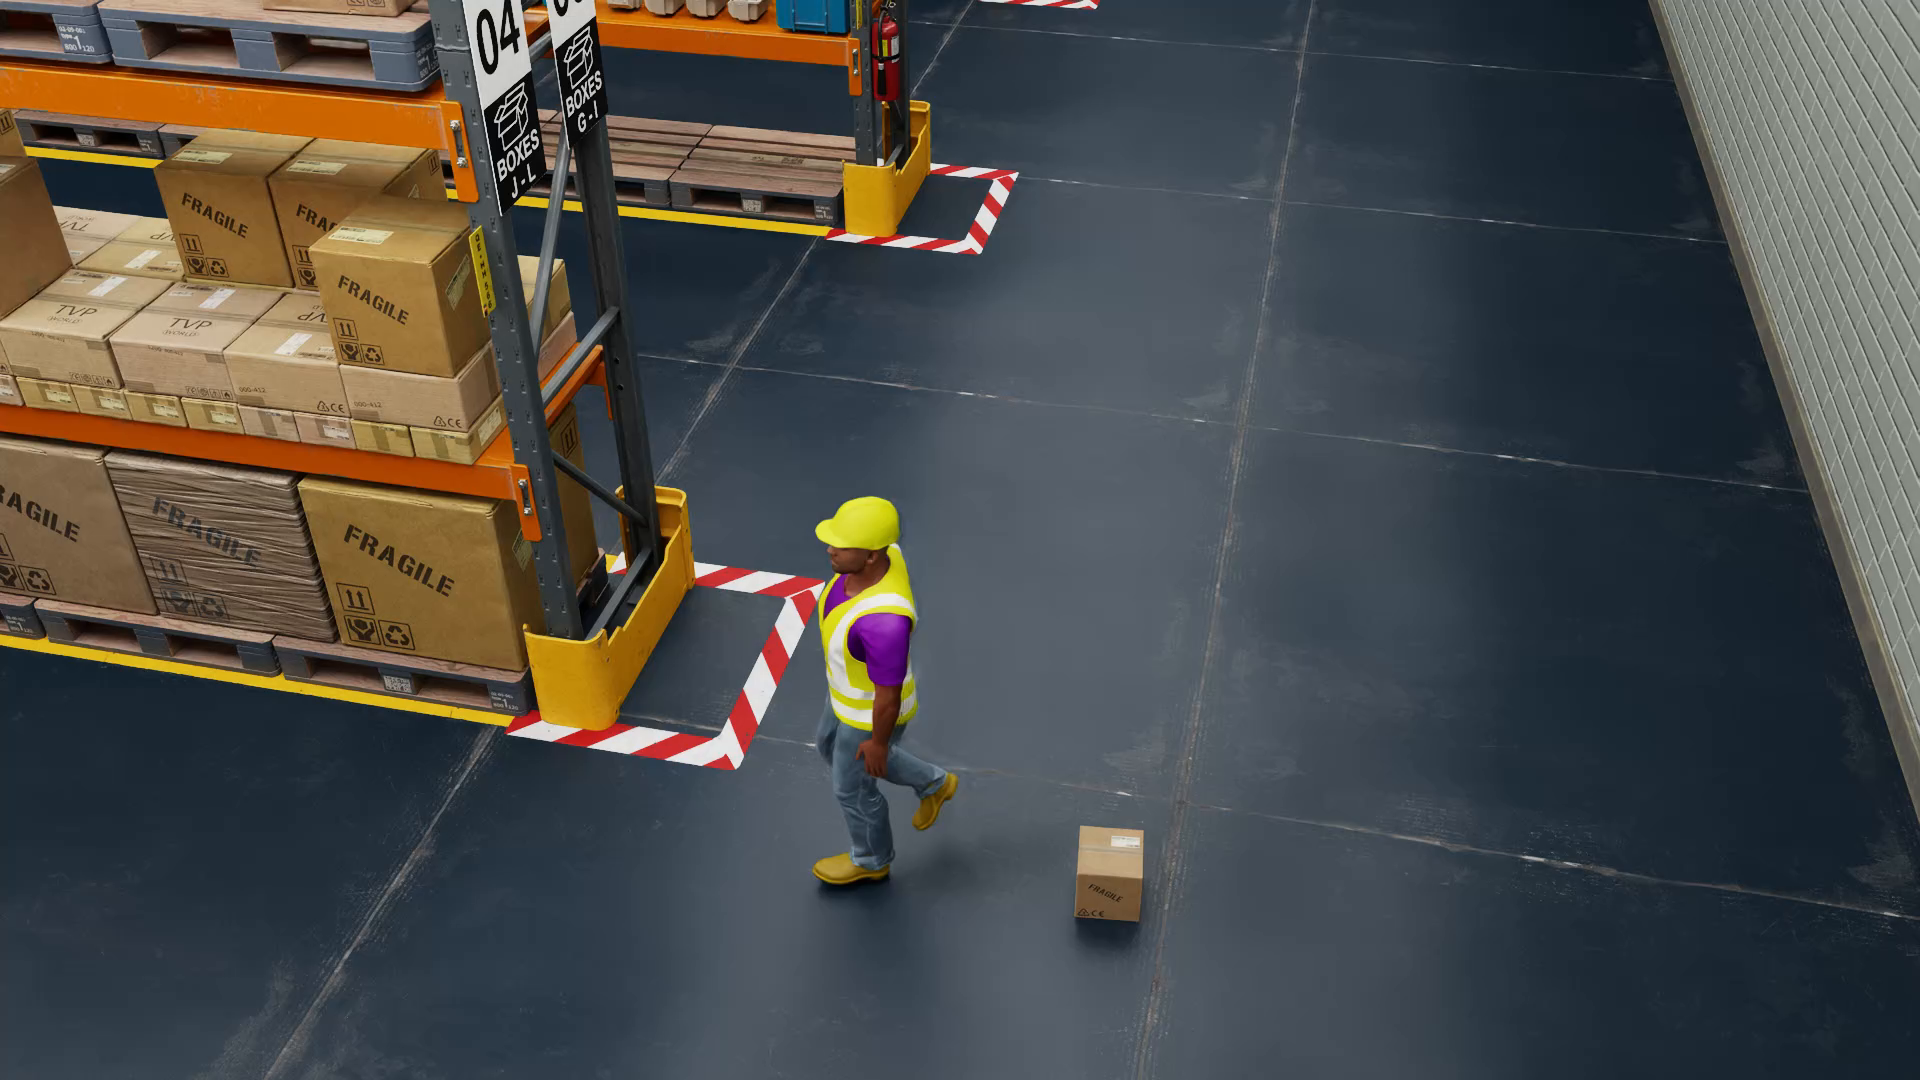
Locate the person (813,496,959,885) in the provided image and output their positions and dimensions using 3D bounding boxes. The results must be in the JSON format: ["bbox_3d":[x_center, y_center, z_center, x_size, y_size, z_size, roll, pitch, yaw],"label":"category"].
[{"bbox_3d":[-0.290,0.565,6.140,0.608,1.757,0.594,-6,37,-7],"label":"person"}]
